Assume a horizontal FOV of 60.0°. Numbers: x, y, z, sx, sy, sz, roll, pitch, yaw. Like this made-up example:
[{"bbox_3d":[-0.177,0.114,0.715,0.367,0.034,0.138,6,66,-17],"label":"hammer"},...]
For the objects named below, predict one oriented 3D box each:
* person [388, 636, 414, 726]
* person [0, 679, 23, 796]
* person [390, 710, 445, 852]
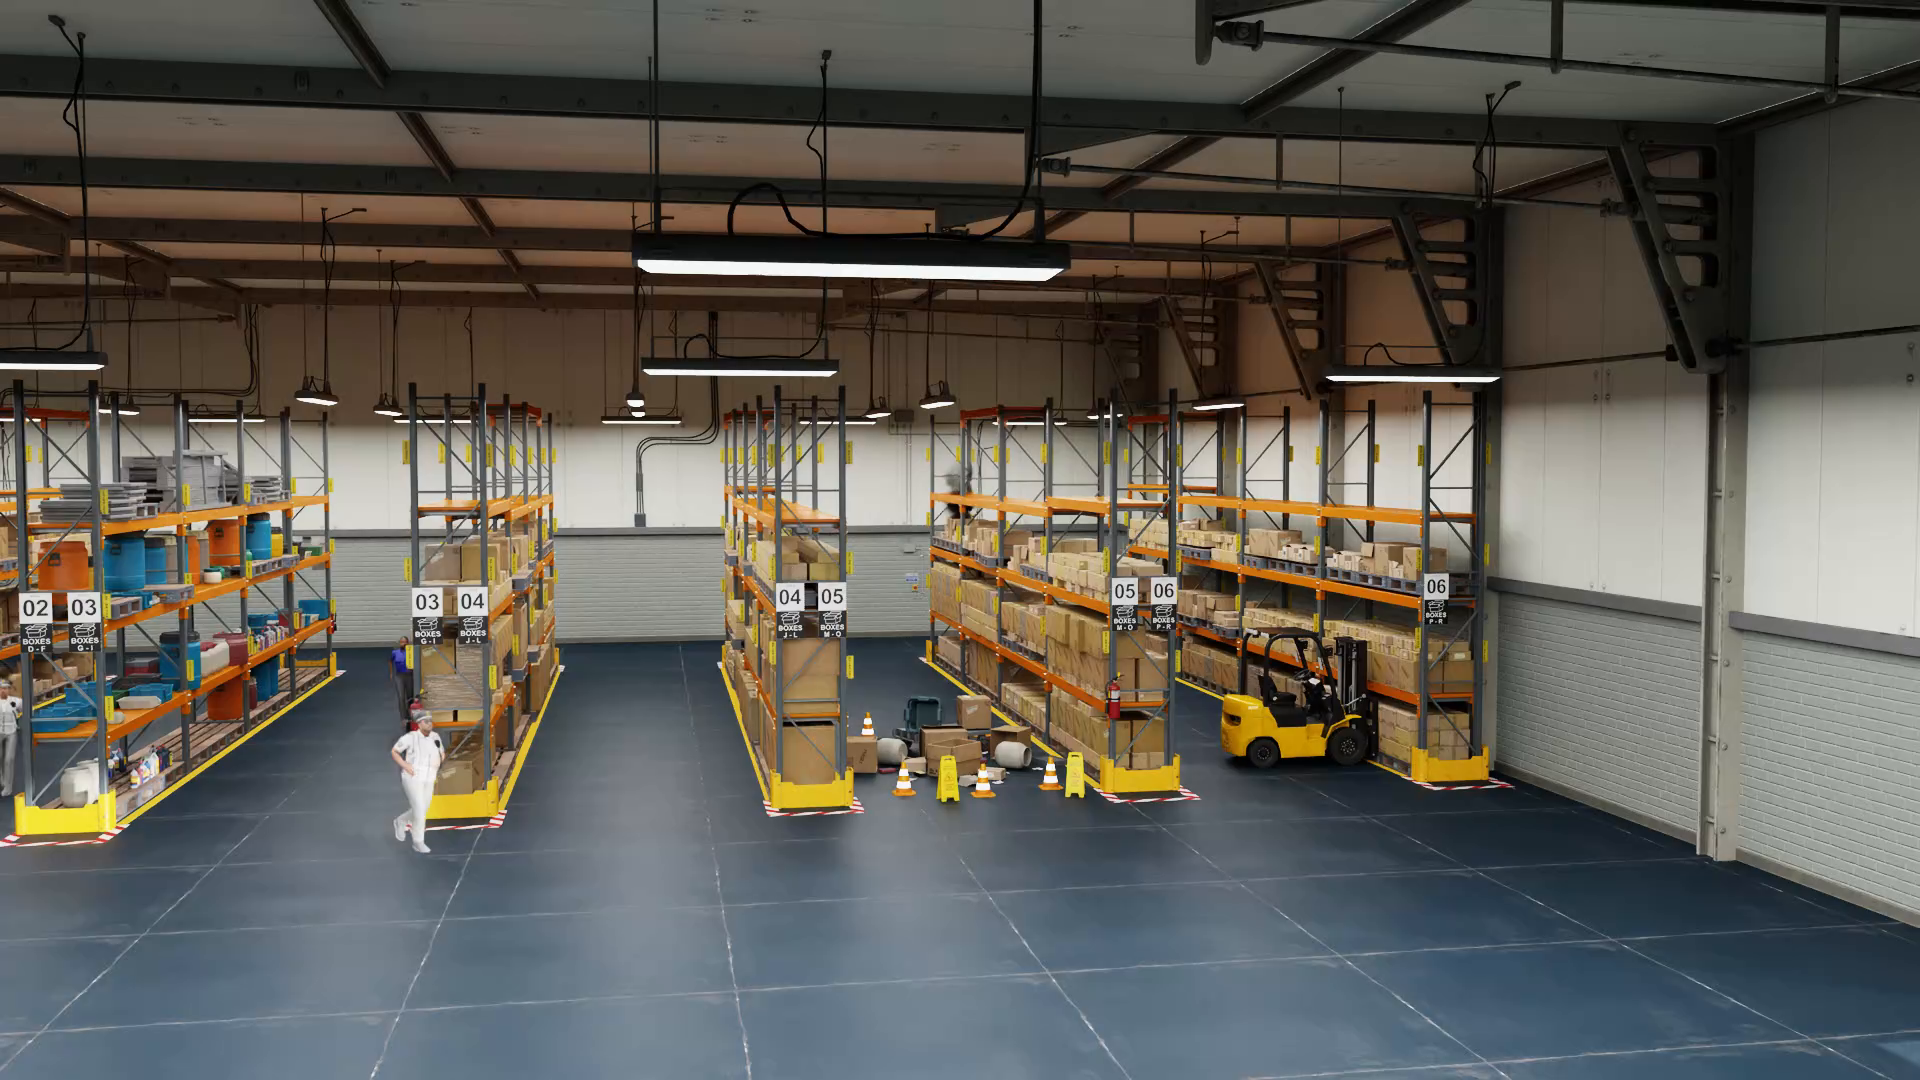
[{"bbox_3d":[-10.335,2.599,30.954,0.578,1.635,0.865,-1,3,-16],"label":"person"},{"bbox_3d":[-14.146,2.886,24.640,0.608,1.677,0.939,-1,3,-21],"label":"person"},{"bbox_3d":[-6.938,3.066,21.361,0.846,1.776,0.706,2,4,39],"label":"person"}]
